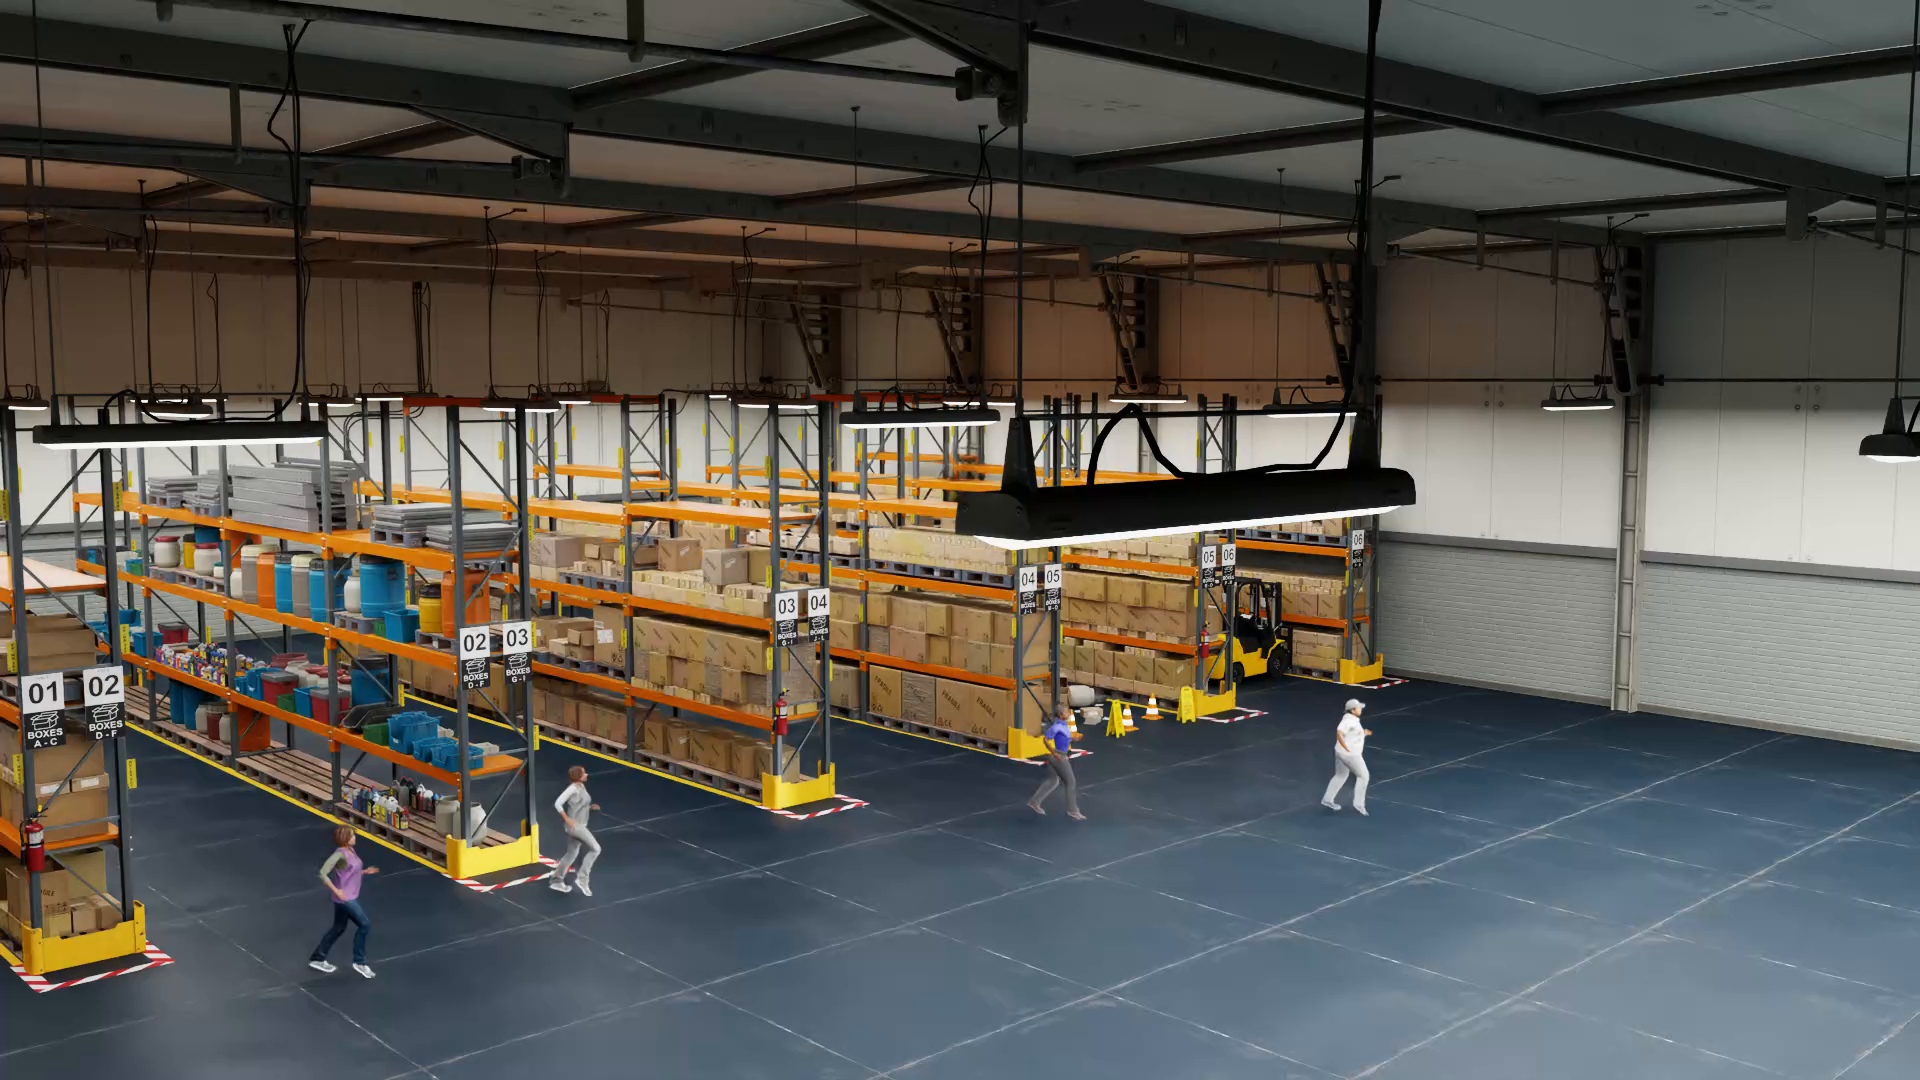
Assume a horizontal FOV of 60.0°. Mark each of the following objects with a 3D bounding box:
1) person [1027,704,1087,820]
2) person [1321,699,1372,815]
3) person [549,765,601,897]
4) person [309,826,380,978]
[{"bbox_3d":[1.393,3.196,23.956,0.859,1.693,0.560,0,6,-2],"label":"person"},{"bbox_3d":[5.655,3.178,24.289,0.754,1.738,0.574,0,6,-4],"label":"person"},{"bbox_3d":[-4.742,3.565,20.459,0.632,1.608,0.525,-1,6,-11],"label":"person"},{"bbox_3d":[-6.523,3.837,17.601,0.733,1.647,0.521,-2,6,-15],"label":"person"}]
